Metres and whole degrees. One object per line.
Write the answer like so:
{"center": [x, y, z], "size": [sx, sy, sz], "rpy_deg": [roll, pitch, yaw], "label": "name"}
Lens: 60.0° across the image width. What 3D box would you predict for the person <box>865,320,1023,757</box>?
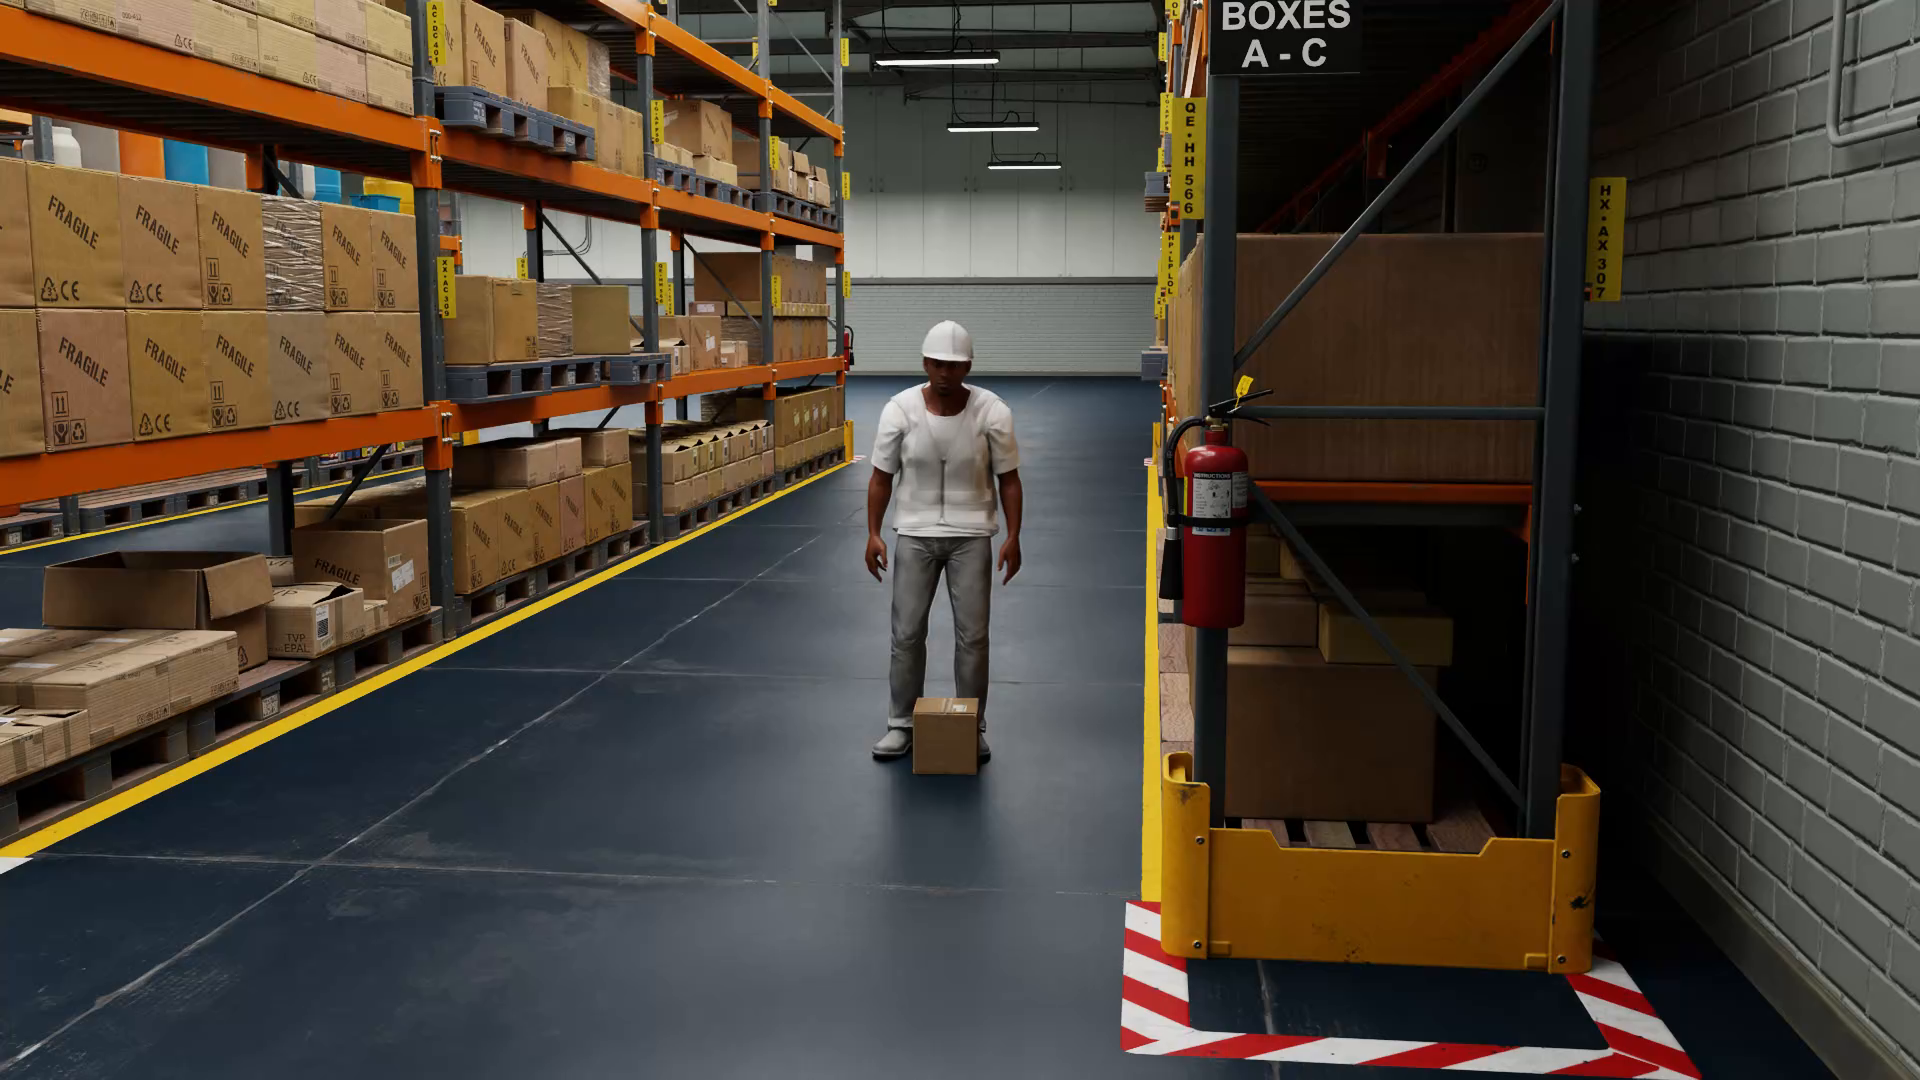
{"center": [-0.067, 0.000, 6.719], "size": [0.633, 1.760, 0.463], "rpy_deg": [1, 8, 4], "label": "person"}
